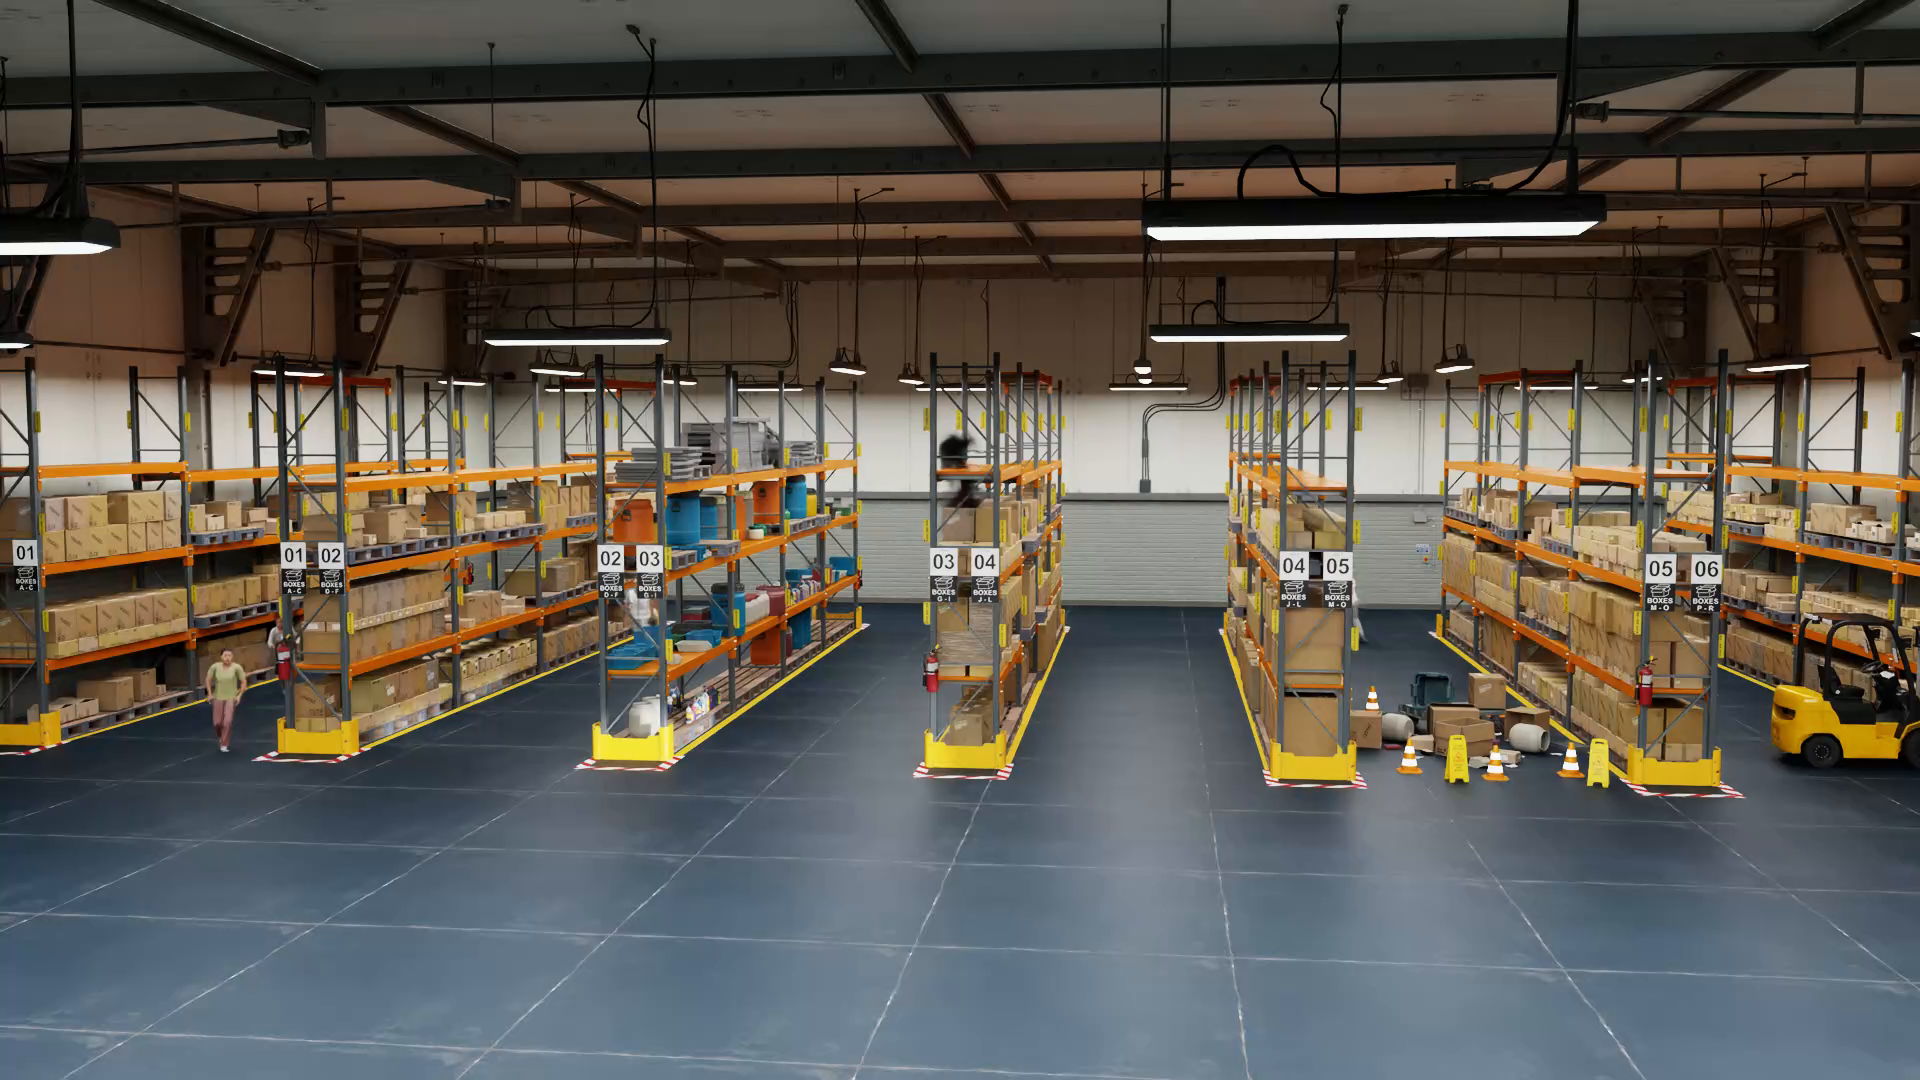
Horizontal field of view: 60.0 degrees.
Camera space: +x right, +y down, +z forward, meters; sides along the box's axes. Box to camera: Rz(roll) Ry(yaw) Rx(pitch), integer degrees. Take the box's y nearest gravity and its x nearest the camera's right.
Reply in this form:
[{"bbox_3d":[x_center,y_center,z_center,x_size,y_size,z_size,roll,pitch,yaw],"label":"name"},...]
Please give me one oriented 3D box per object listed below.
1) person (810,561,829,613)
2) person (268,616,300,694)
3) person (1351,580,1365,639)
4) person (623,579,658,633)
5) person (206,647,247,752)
[{"bbox_3d":[-3.619,1.256,41.662,0.797,1.617,0.583,1,4,13],"label":"person"},{"bbox_3d":[-12.342,2.108,30.378,0.543,1.495,0.798,-1,4,-18],"label":"person"},{"bbox_3d":[8.900,1.458,38.277,0.664,1.719,0.971,-3,5,-34],"label":"person"},{"bbox_3d":[-6.642,1.670,34.490,0.652,1.842,0.877,0,4,5],"label":"person"},{"bbox_3d":[-11.186,2.413,25.391,0.582,1.610,0.589,-1,4,-17],"label":"person"}]
